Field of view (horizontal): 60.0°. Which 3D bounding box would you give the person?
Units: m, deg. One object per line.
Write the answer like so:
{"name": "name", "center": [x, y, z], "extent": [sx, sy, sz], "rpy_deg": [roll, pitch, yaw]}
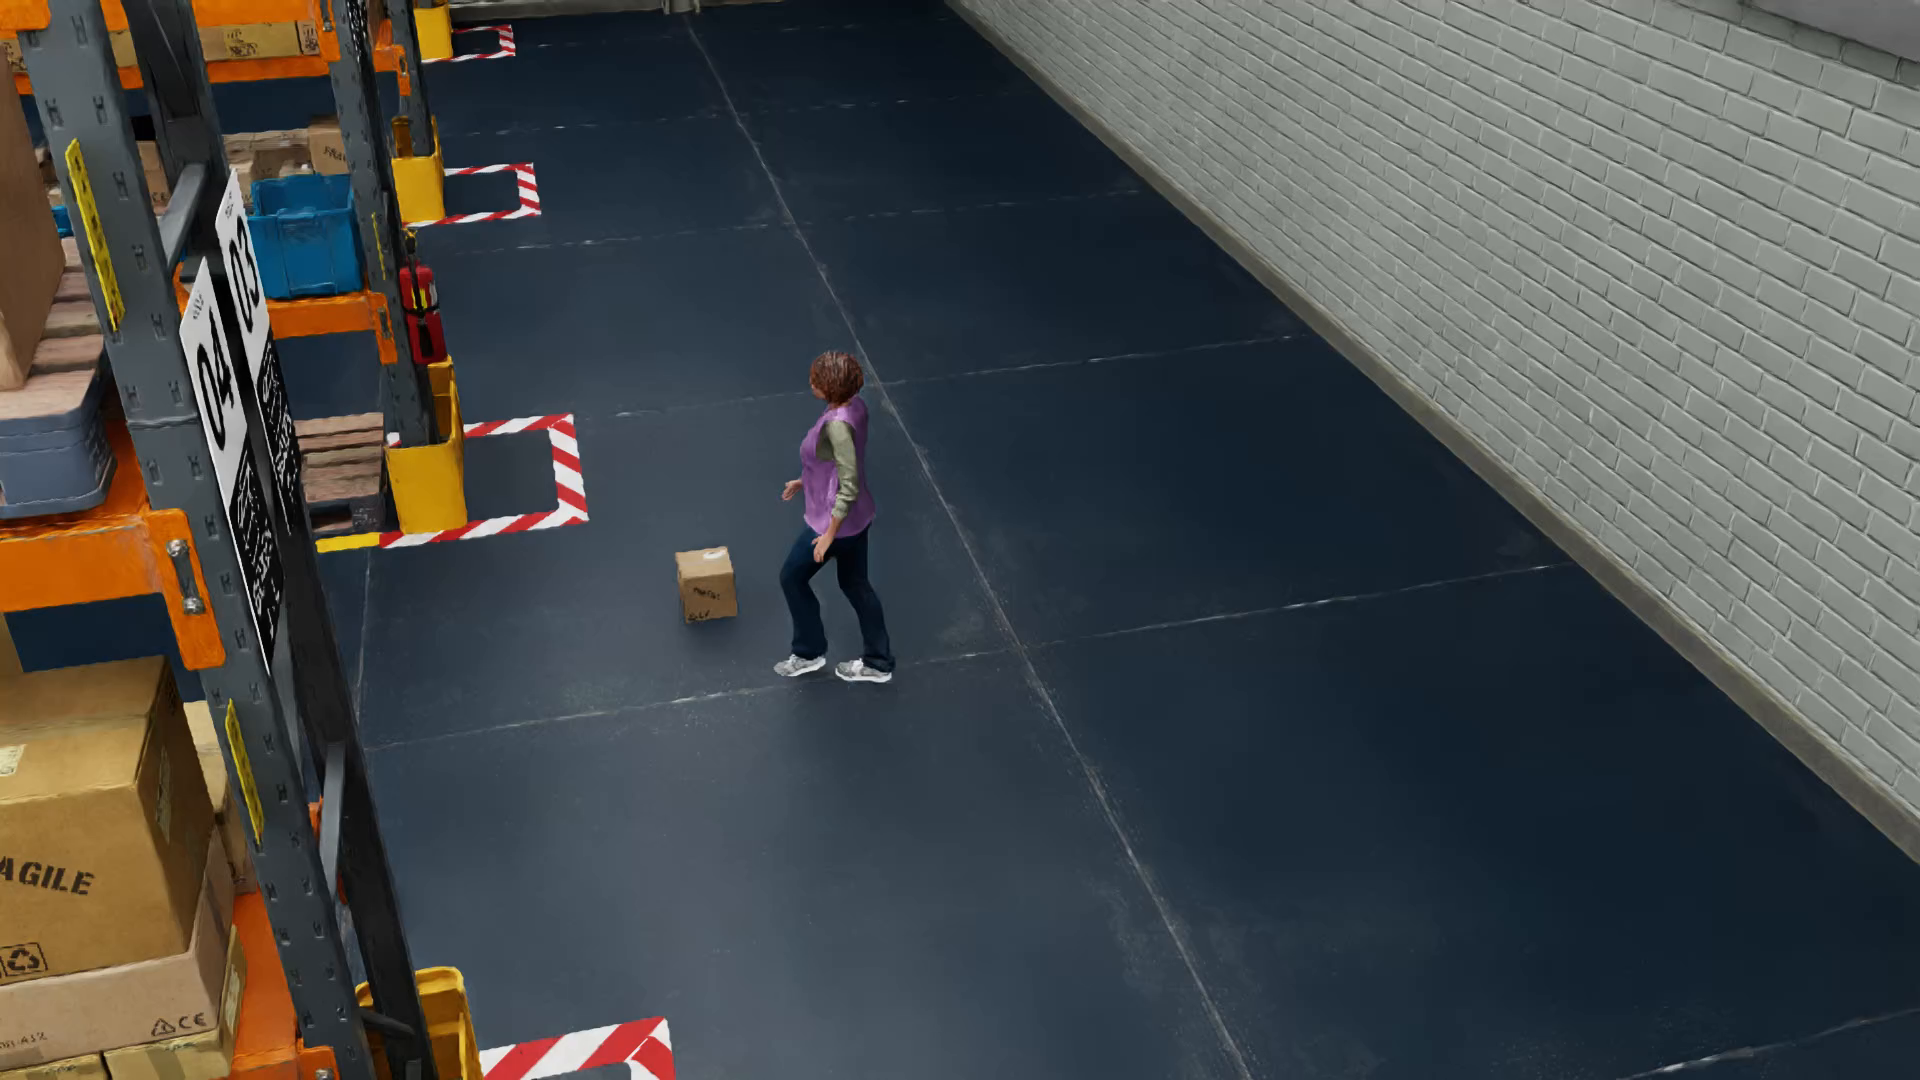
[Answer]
{"name": "person", "center": [-0.559, -0.073, 7.310], "extent": [0.585, 1.606, 0.562], "rpy_deg": [8, 32, 13]}
